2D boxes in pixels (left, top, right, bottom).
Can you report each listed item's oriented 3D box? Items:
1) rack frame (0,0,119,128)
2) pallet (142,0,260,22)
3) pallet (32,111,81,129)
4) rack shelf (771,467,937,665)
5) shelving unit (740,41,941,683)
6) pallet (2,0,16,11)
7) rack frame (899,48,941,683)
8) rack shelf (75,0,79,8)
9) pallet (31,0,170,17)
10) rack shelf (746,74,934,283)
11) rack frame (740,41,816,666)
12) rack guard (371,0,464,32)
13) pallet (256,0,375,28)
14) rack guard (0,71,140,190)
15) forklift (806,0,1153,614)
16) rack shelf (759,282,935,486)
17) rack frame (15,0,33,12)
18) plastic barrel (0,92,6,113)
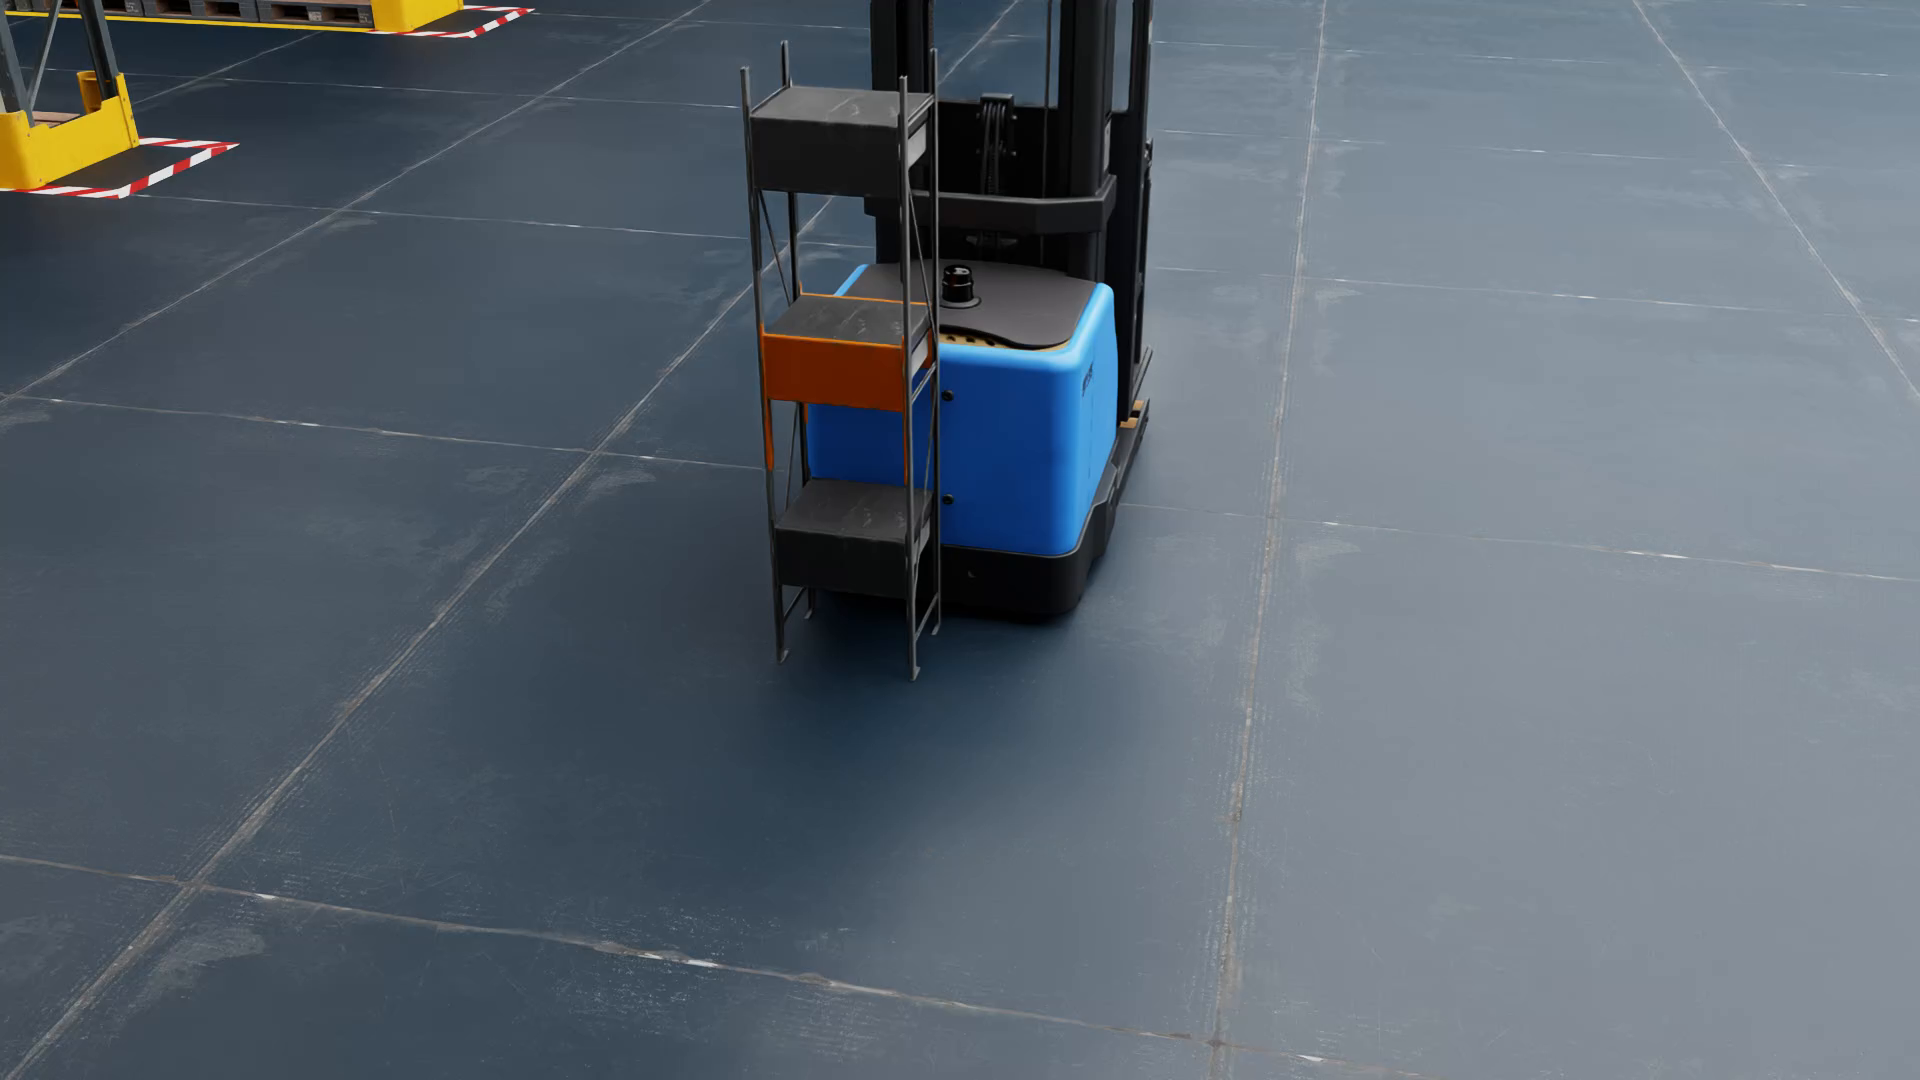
[{"bbox_3d":[-6.077,-3.926,10.798,0.127,3.000,1.000,6,29,11],"label":"rack frame"},{"bbox_3d":[-7.094,-5.258,16.134,1.213,0.211,1.003,6,29,11],"label":"pallet"},{"bbox_3d":[-6.955,-2.772,11.594,1.213,0.211,1.003,6,29,11],"label":"pallet"},{"bbox_3d":[-0.361,0.086,5.892,0.480,0.518,0.431,7,29,12],"label":"rack shelf"},{"bbox_3d":[-0.361,-0.540,5.550,0.503,2.100,0.431,7,29,12],"label":"shelving unit"},{"bbox_3d":[-9.716,-5.507,16.590,1.213,0.211,1.003,6,29,11],"label":"pallet"},{"bbox_3d":[-0.123,-0.513,5.500,0.015,2.100,0.400,7,29,12],"label":"rack frame"},{"bbox_3d":[-8.033,-3.811,11.337,4.000,0.370,1.077,6,29,11],"label":"rack shelf"},{"bbox_3d":[-8.290,-5.379,16.356,1.213,0.211,1.003,6,29,11],"label":"pallet"},{"bbox_3d":[-0.361,-1.142,5.220,0.480,0.518,0.431,7,29,12],"label":"rack shelf"},{"bbox_3d":[-0.598,-0.567,5.599,0.015,2.100,0.400,7,29,12],"label":"rack frame"},{"bbox_3d":[-5.117,-5.163,15.660,0.348,0.500,1.175,6,29,11],"label":"rack guard"},{"bbox_3d":[-5.904,-5.135,15.909,1.213,0.211,1.003,6,29,11],"label":"pallet"},{"bbox_3d":[-6.161,-2.815,11.371,0.348,0.500,1.175,6,29,11],"label":"rack guard"},{"bbox_3d":[0.250,-1.704,6.810,1.130,2.935,3.031,7,29,12],"label":"forklift"},{"bbox_3d":[-0.361,-0.528,5.556,0.480,0.518,0.431,7,29,12],"label":"rack shelf"},{"bbox_3d":[-8.955,-6.653,15.779,0.127,3.000,1.000,6,29,11],"label":"rack frame"},{"bbox_3d":[-6.737,-3.049,11.349,0.421,0.512,0.421,0,29,0],"label":"plastic barrel"}]
